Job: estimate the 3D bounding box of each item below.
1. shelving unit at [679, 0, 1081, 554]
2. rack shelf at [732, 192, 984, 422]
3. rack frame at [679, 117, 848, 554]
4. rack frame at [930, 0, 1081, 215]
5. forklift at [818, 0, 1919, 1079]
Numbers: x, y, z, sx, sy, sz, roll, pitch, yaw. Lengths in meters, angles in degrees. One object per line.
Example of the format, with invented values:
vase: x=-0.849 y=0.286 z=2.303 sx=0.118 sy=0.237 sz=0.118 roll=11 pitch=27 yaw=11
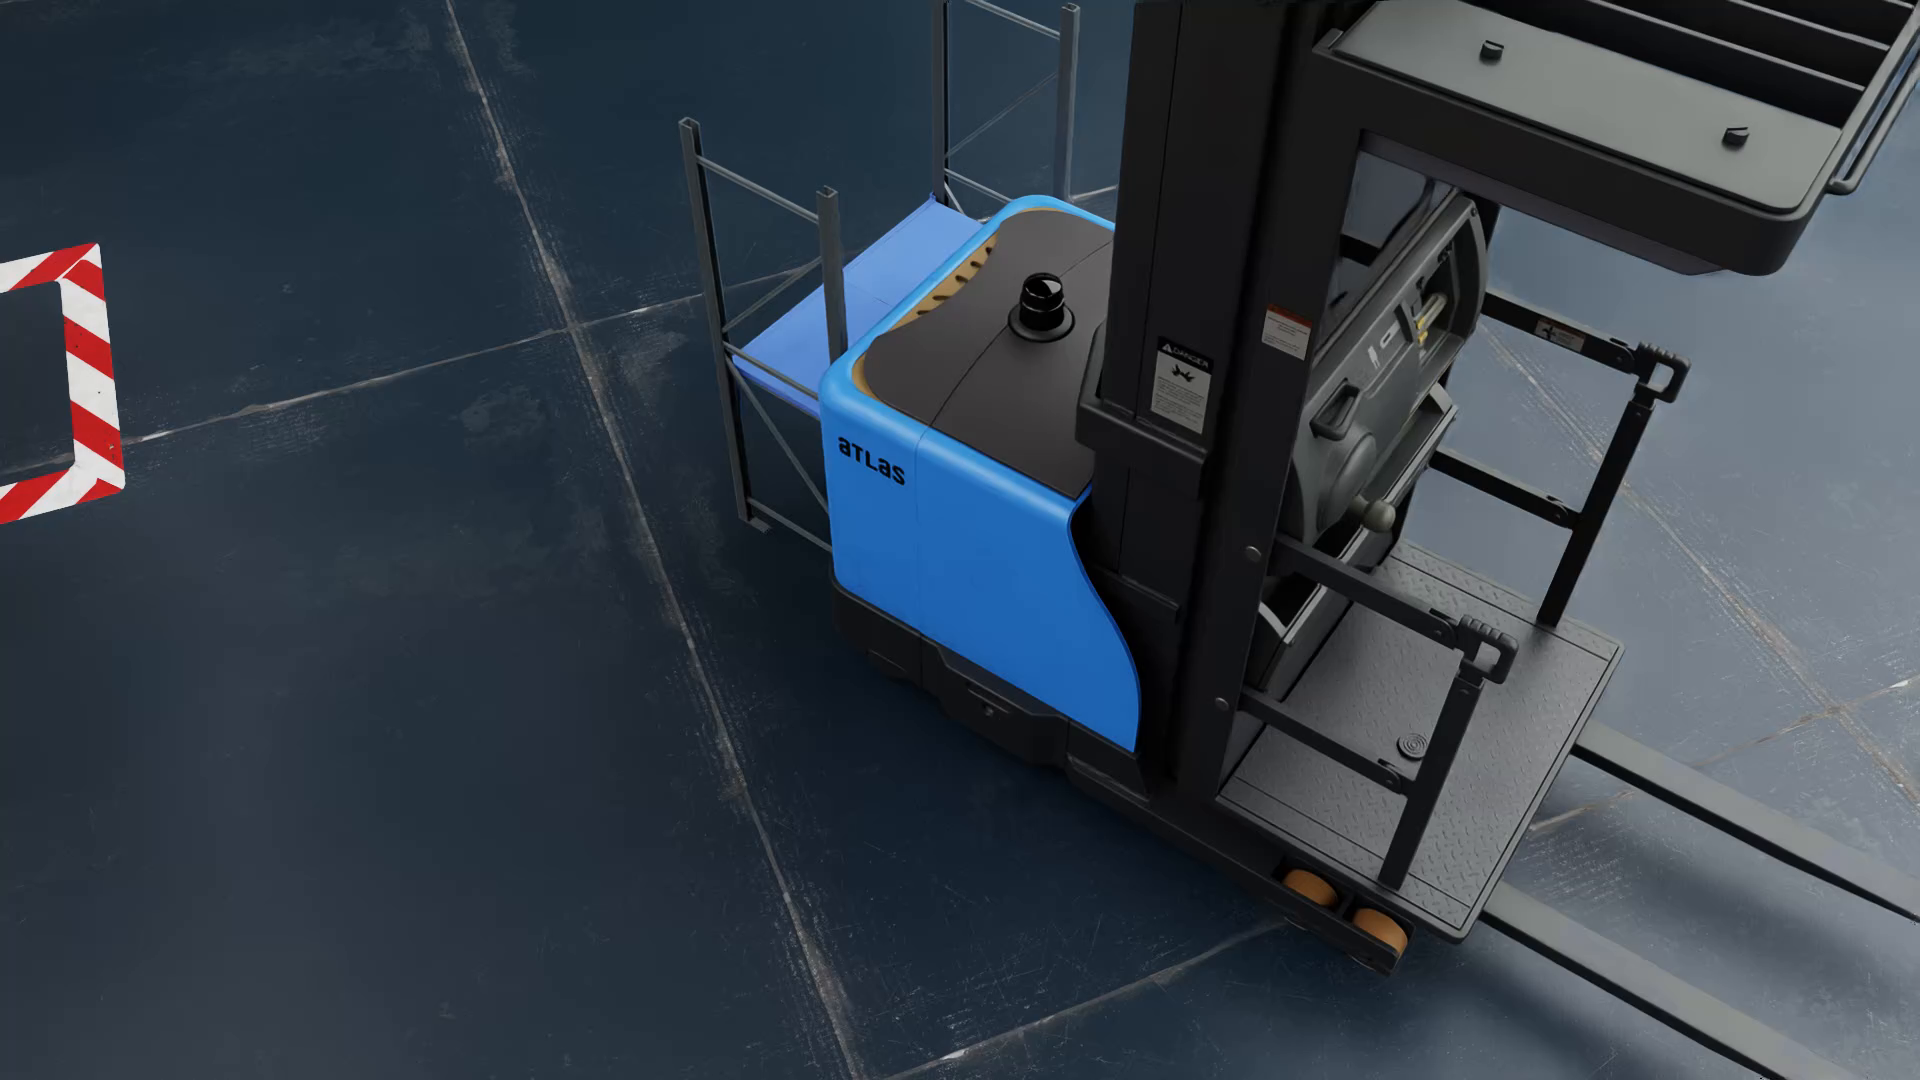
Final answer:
shelving unit: x=-0.189 y=-0.759 z=4.913 sx=0.538 sy=1.500 sz=1.048 roll=30 pitch=56 yaw=23
rack shelf: x=-0.189 y=-0.641 z=5.049 sx=0.538 sy=0.185 sz=1.000 roll=30 pitch=56 yaw=23
rack frame: x=-0.500 y=-0.453 z=4.650 sx=0.500 sy=1.500 sz=0.032 roll=30 pitch=56 yaw=23
rack frame: x=0.121 y=-1.064 z=5.175 sx=0.500 sy=1.500 sz=0.032 roll=30 pitch=56 yaw=23
forklift: x=1.120 y=-0.311 z=3.585 sx=3.031 sy=2.935 sz=1.130 roll=28 pitch=55 yaw=22
